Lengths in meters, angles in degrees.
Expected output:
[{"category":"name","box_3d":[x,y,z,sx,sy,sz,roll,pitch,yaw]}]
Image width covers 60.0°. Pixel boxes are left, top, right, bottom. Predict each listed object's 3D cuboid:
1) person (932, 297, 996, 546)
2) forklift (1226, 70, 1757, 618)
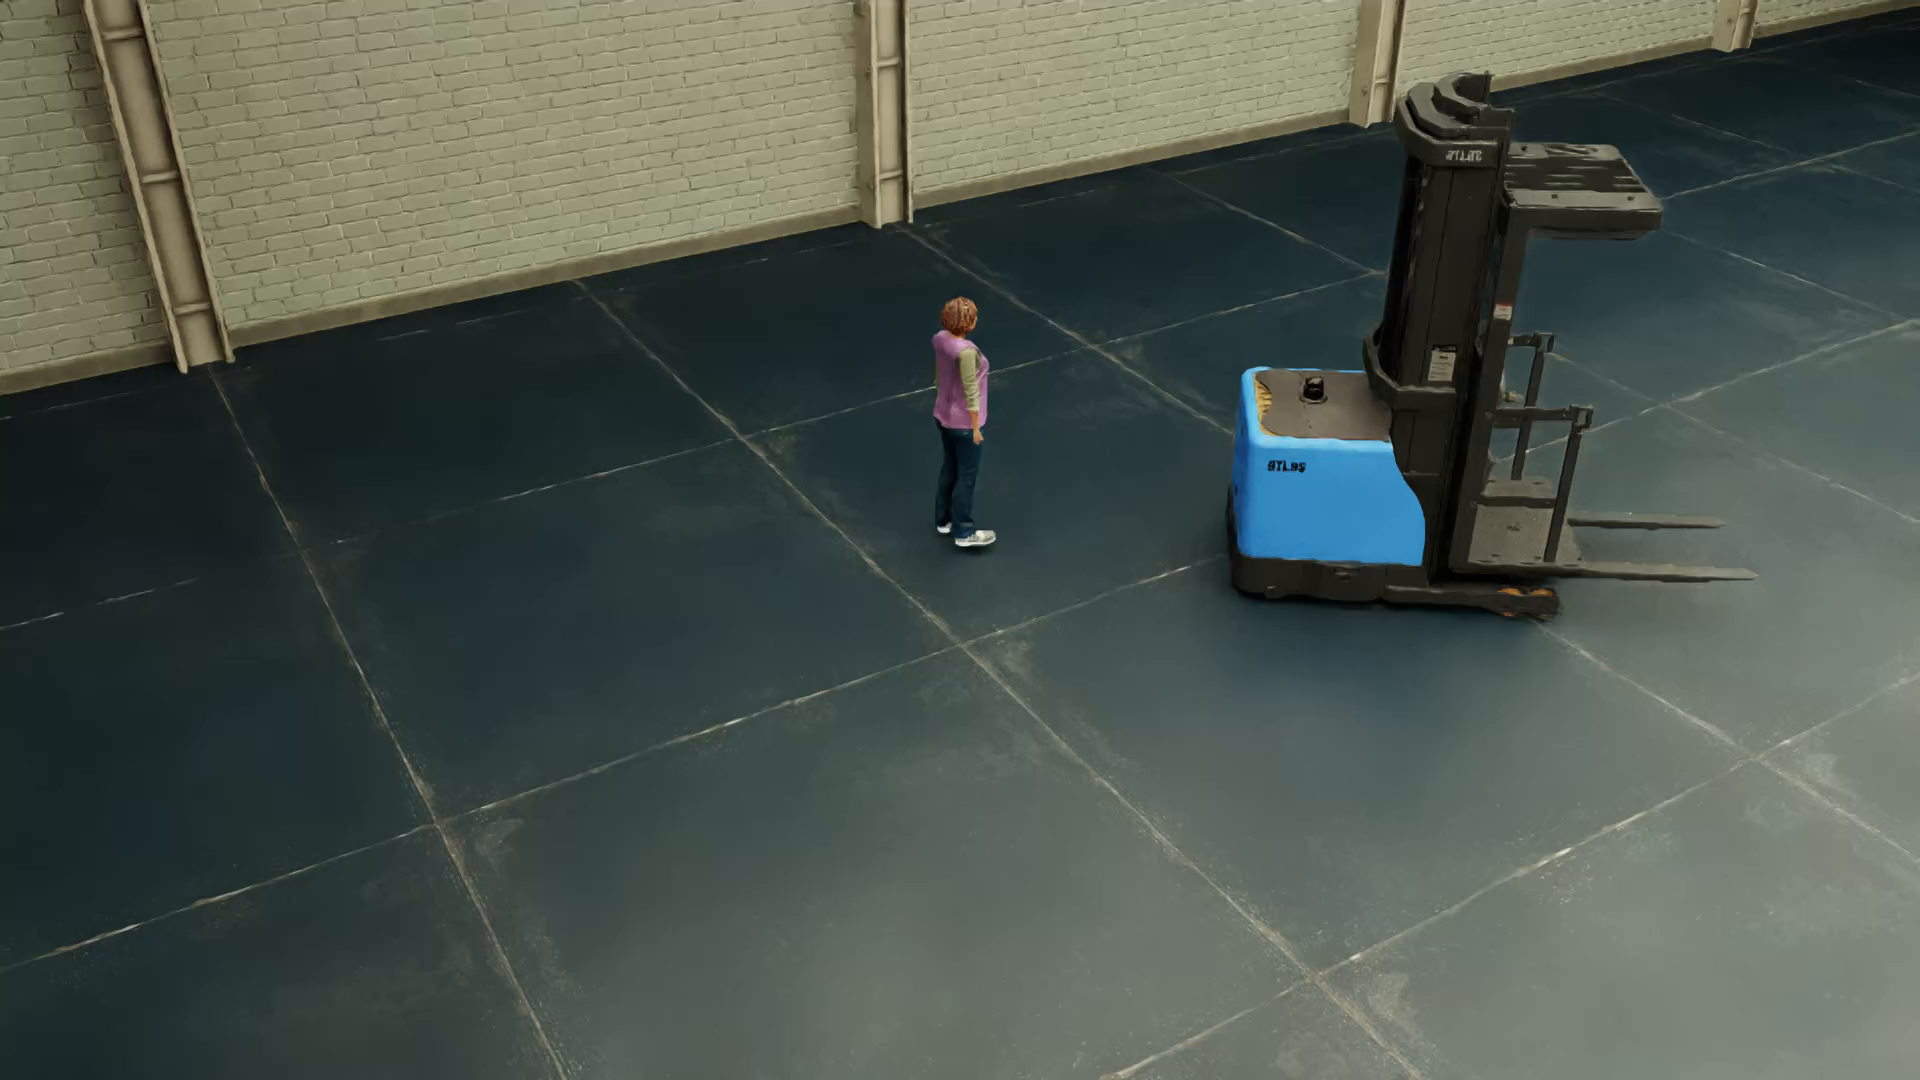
[{"category":"person","box_3d":[0.008,-0.723,10.073,0.311,1.603,0.405,-17,35,-26]},{"category":"forklift","box_3d":[3.176,-1.088,9.464,3.031,2.935,1.130,3,31,5]}]
